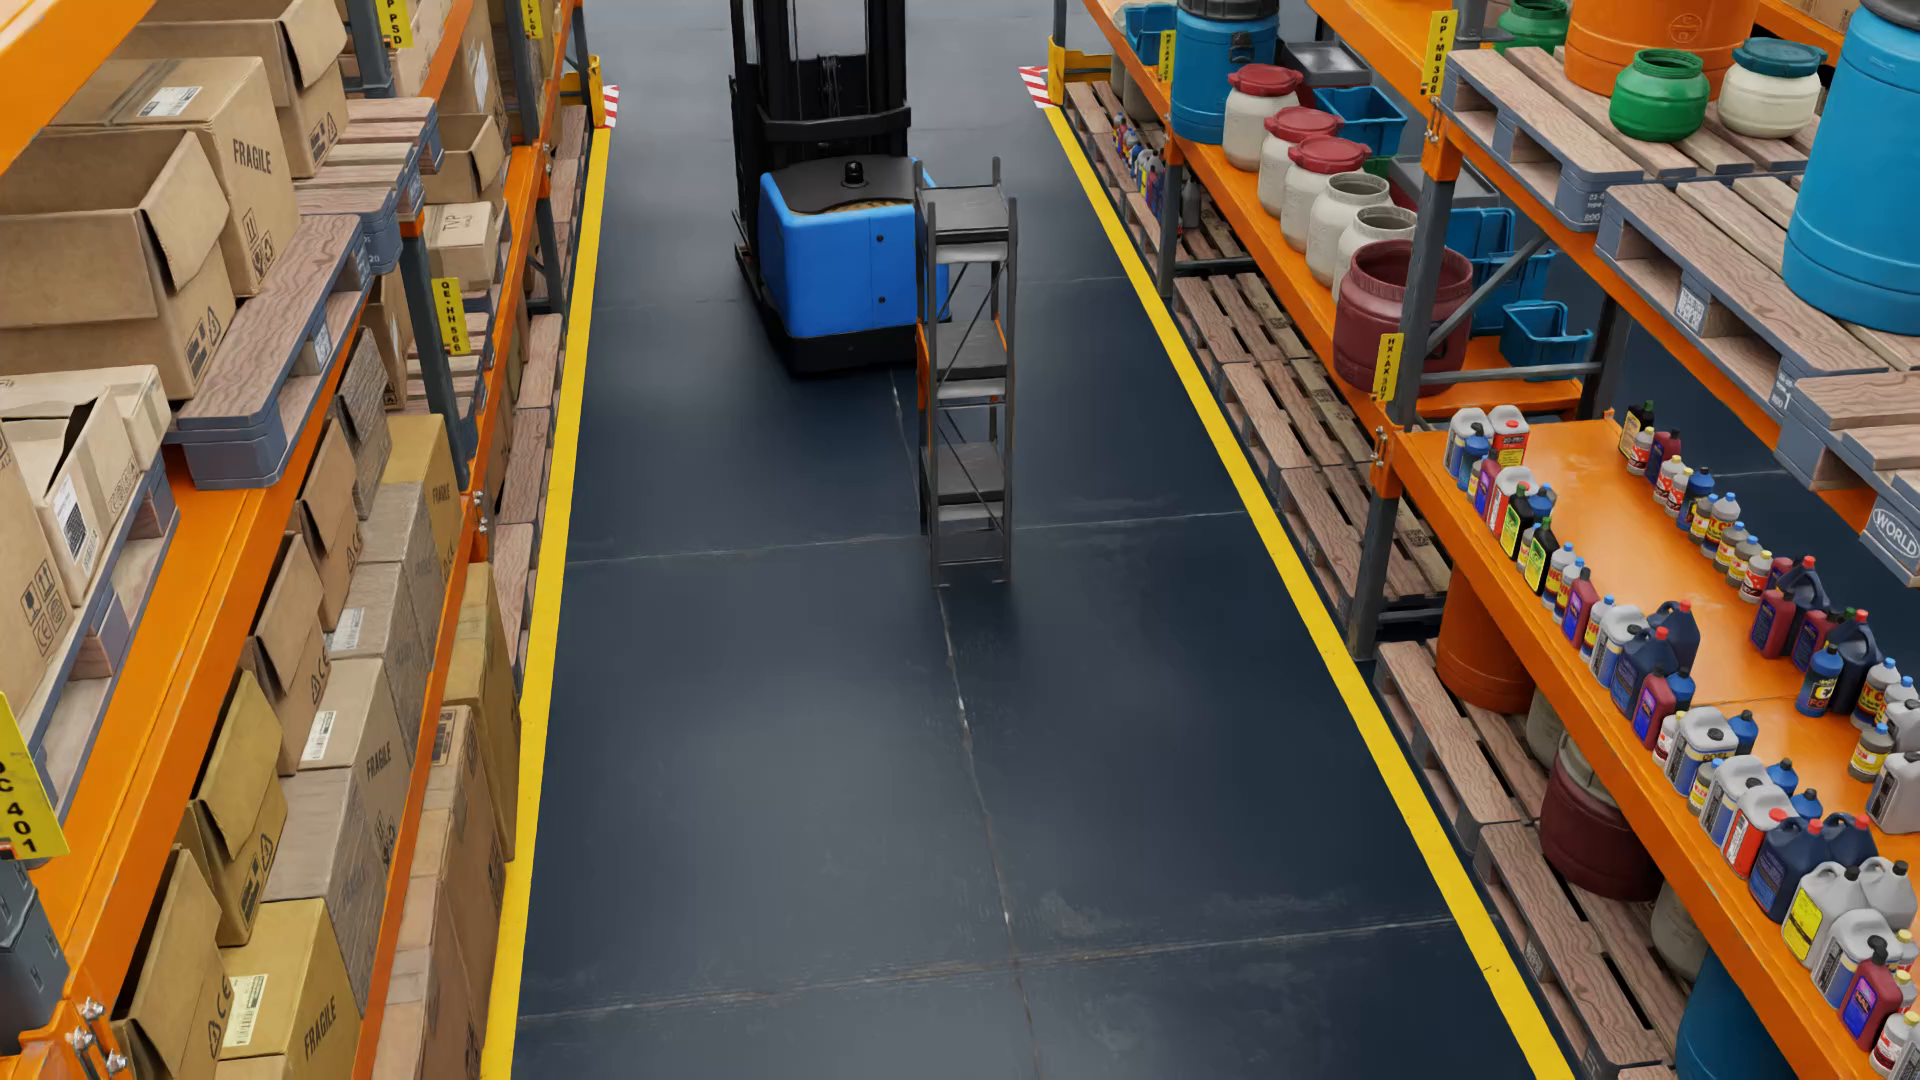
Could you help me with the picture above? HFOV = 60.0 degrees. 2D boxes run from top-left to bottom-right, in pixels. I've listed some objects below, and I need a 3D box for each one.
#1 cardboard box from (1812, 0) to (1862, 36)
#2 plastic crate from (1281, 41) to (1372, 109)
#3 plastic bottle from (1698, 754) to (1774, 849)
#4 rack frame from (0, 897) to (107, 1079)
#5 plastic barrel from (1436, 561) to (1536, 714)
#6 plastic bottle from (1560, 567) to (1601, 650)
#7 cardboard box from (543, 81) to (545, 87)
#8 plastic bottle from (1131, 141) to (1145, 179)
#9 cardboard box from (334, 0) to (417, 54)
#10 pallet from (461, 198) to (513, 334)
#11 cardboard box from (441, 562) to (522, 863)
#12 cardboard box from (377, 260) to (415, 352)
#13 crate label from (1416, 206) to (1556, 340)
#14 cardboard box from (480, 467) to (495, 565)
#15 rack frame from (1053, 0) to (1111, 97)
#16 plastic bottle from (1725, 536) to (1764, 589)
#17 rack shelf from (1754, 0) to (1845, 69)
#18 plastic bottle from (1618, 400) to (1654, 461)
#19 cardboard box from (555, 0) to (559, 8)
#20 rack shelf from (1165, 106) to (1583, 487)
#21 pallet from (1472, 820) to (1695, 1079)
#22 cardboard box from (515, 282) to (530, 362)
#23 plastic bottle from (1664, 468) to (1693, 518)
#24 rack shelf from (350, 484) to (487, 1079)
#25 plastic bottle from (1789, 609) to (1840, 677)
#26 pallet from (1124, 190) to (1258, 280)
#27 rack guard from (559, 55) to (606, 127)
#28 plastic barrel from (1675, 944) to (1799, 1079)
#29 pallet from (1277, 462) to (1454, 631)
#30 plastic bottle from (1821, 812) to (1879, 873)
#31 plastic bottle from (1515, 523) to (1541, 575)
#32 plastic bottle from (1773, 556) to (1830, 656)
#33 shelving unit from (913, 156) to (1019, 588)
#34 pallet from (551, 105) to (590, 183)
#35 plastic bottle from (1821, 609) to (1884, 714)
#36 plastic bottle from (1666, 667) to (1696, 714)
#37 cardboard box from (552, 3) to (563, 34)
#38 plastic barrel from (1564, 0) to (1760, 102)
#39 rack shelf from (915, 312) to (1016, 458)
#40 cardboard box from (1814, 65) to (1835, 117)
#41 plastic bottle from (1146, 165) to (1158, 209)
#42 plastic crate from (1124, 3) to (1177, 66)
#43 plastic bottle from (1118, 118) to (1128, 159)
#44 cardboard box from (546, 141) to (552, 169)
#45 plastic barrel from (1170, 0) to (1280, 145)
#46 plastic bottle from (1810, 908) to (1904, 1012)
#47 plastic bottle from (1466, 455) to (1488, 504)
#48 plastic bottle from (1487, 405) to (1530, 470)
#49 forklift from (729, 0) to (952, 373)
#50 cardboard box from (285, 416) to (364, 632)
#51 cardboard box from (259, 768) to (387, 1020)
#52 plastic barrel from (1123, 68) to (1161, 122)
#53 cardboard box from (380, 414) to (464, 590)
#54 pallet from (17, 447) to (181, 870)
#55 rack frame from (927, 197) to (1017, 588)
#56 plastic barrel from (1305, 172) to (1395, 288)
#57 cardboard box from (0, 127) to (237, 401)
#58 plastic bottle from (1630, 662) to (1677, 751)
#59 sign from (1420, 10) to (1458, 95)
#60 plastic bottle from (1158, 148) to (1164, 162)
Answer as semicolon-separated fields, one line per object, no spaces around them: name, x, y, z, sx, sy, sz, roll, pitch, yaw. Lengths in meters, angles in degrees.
cardboard box;6.611;-3.907;11.860;0.700;0.500;0.500;-5;35;-7
plastic crate;2.214;-2.731;10.166;0.402;0.464;0.583;-4;35;-6
plastic bottle;2.413;0.808;5.140;0.152;0.276;0.135;-4;35;-6
rack frame;-1.986;1.887;3.445;1.000;3.000;0.127;-4;35;-6
plastic barrel;2.466;0.275;7.365;0.600;0.830;0.708;-4;35;-6
plastic bottle;2.232;0.243;5.963;0.061;0.283;0.133;-4;35;-6
cardboard box;-2.875;-2.894;10.684;0.380;0.149;0.250;-4;35;-6
plastic bottle;1.330;-2.843;12.419;0.097;0.271;0.097;0;34;0
cardboard box;-2.333;-2.114;6.121;0.500;0.500;0.500;-4;34;-6
pallet;-2.831;-1.367;8.391;1.003;0.211;1.213;-4;35;-6
cardboard box;-2.452;0.746;6.633;1.225;0.875;0.875;-6;35;-9
cardboard box;-2.811;-1.162;7.458;0.700;0.500;0.500;0;34;1
crate label;2.518;-1.309;8.105;0.502;0.435;0.616;-4;35;-6
cardboard box;-2.722;-0.174;8.300;0.700;0.500;0.500;-7;35;-10
rack frame;1.308;-5.184;13.822;1.000;3.000;0.127;-4;35;-6
plastic bottle;2.968;0.076;6.280;0.097;0.201;0.097;0;34;0
rack shelf;6.486;-4.144;12.934;1.077;0.370;4.000;-4;35;-6
plastic bottle;2.861;-0.478;7.020;0.061;0.283;0.133;-4;35;-6
cardboard box;-3.343;-4.112;11.896;0.875;0.500;0.500;-4;35;-6
rack shelf;2.115;-1.539;9.112;1.077;0.370;4.000;-4;35;-6
pallet;2.692;1.549;6.419;1.003;0.211;1.213;-4;35;-6
cardboard box;-3.001;-1.381;10.071;0.700;0.500;0.500;-7;35;-10
plastic bottle;2.902;-0.195;6.678;0.097;0.201;0.097;0;34;0
rack shelf;-2.255;1.069;5.286;1.077;0.370;4.000;-4;35;-6
plastic bottle;2.997;0.342;5.817;0.061;0.283;0.133;-4;35;-6
pallet;1.797;-2.178;11.886;1.003;0.211;1.213;-4;35;-6
rack guard;-3.590;-3.734;13.913;1.175;0.500;0.348;-4;35;-6
plastic barrel;2.770;1.506;5.496;0.600;0.901;0.708;-4;35;-6
pallet;2.318;-0.003;8.695;1.003;0.211;1.213;-4;35;-6
plastic bottle;2.592;0.931;4.893;0.144;0.351;0.185;-4;35;-6
plastic bottle;2.190;0.028;6.351;0.097;0.201;0.097;0;34;0
plastic bottle;2.995;0.224;5.930;0.144;0.351;0.185;-4;35;-6
shelving unit;0.022;-0.775;8.152;0.431;2.100;0.503;-4;35;-6
pallet;-3.516;-3.158;13.325;1.003;0.211;1.213;-4;35;-6
plastic bottle;3.037;0.401;5.670;0.144;0.351;0.185;-4;35;-6
plastic bottle;2.382;0.539;5.539;0.097;0.271;0.097;0;34;0
cardboard box;-3.052;-3.733;11.915;0.380;0.149;0.250;-4;35;-6
plastic barrel;2.457;-1.993;5.722;0.600;0.830;0.708;-4;35;-6
rack shelf;0.022;-0.764;8.159;0.431;0.518;0.480;-4;35;-6
cardboard box;6.420;-3.194;12.305;0.500;0.500;0.500;-4;35;-6
plastic bottle;1.384;-2.544;11.969;0.061;0.283;0.133;-2;34;-3
plastic crate;1.428;-3.487;11.465;0.499;0.251;0.616;-4;35;-6
plastic bottle;1.255;-3.080;12.756;0.061;0.283;0.133;-4;34;-6
cardboard box;-3.353;-2.918;12.344;0.500;0.500;0.500;-1;34;-2
plastic barrel;1.597;-2.921;10.055;0.600;0.901;0.708;-4;35;-6
plastic bottle;2.499;1.164;4.617;0.152;0.276;0.135;-4;35;-6
plastic bottle;2.123;-0.251;6.759;0.097;0.201;0.097;0;34;0
plastic bottle;2.272;-0.414;6.933;0.152;0.276;0.135;-4;35;-6
forklift;-0.949;-3.068;10.778;1.130;2.935;3.031;-9;35;-13
cardboard box;-2.357;-0.027;5.276;0.797;0.503;0.637;-4;34;-5
cardboard box;-1.936;1.011;4.643;0.500;0.500;0.500;-5;35;-7
plastic barrel;1.539;-3.688;13.464;0.421;0.512;0.421;0;34;0
cardboard box;-2.212;-0.129;6.316;0.500;0.500;0.500;-3;34;-5
pallet;-2.159;0.219;3.400;0.805;0.209;1.217;-6;35;-8
rack frame;0.055;-0.639;7.952;0.400;2.100;0.015;-4;35;-6
plastic barrel;1.977;-1.559;8.403;0.421;0.512;0.421;0;34;0
cardboard box;-2.228;-0.662;4.058;0.797;0.503;0.637;-5;35;-7
plastic bottle;2.306;0.550;5.512;0.061;0.283;0.133;-4;35;-6
sign;1.839;-1.870;6.389;0.100;0.325;0.005;-4;35;-6
plastic bottle;1.492;-2.735;12.250;0.061;0.283;0.133;-4;35;-6
